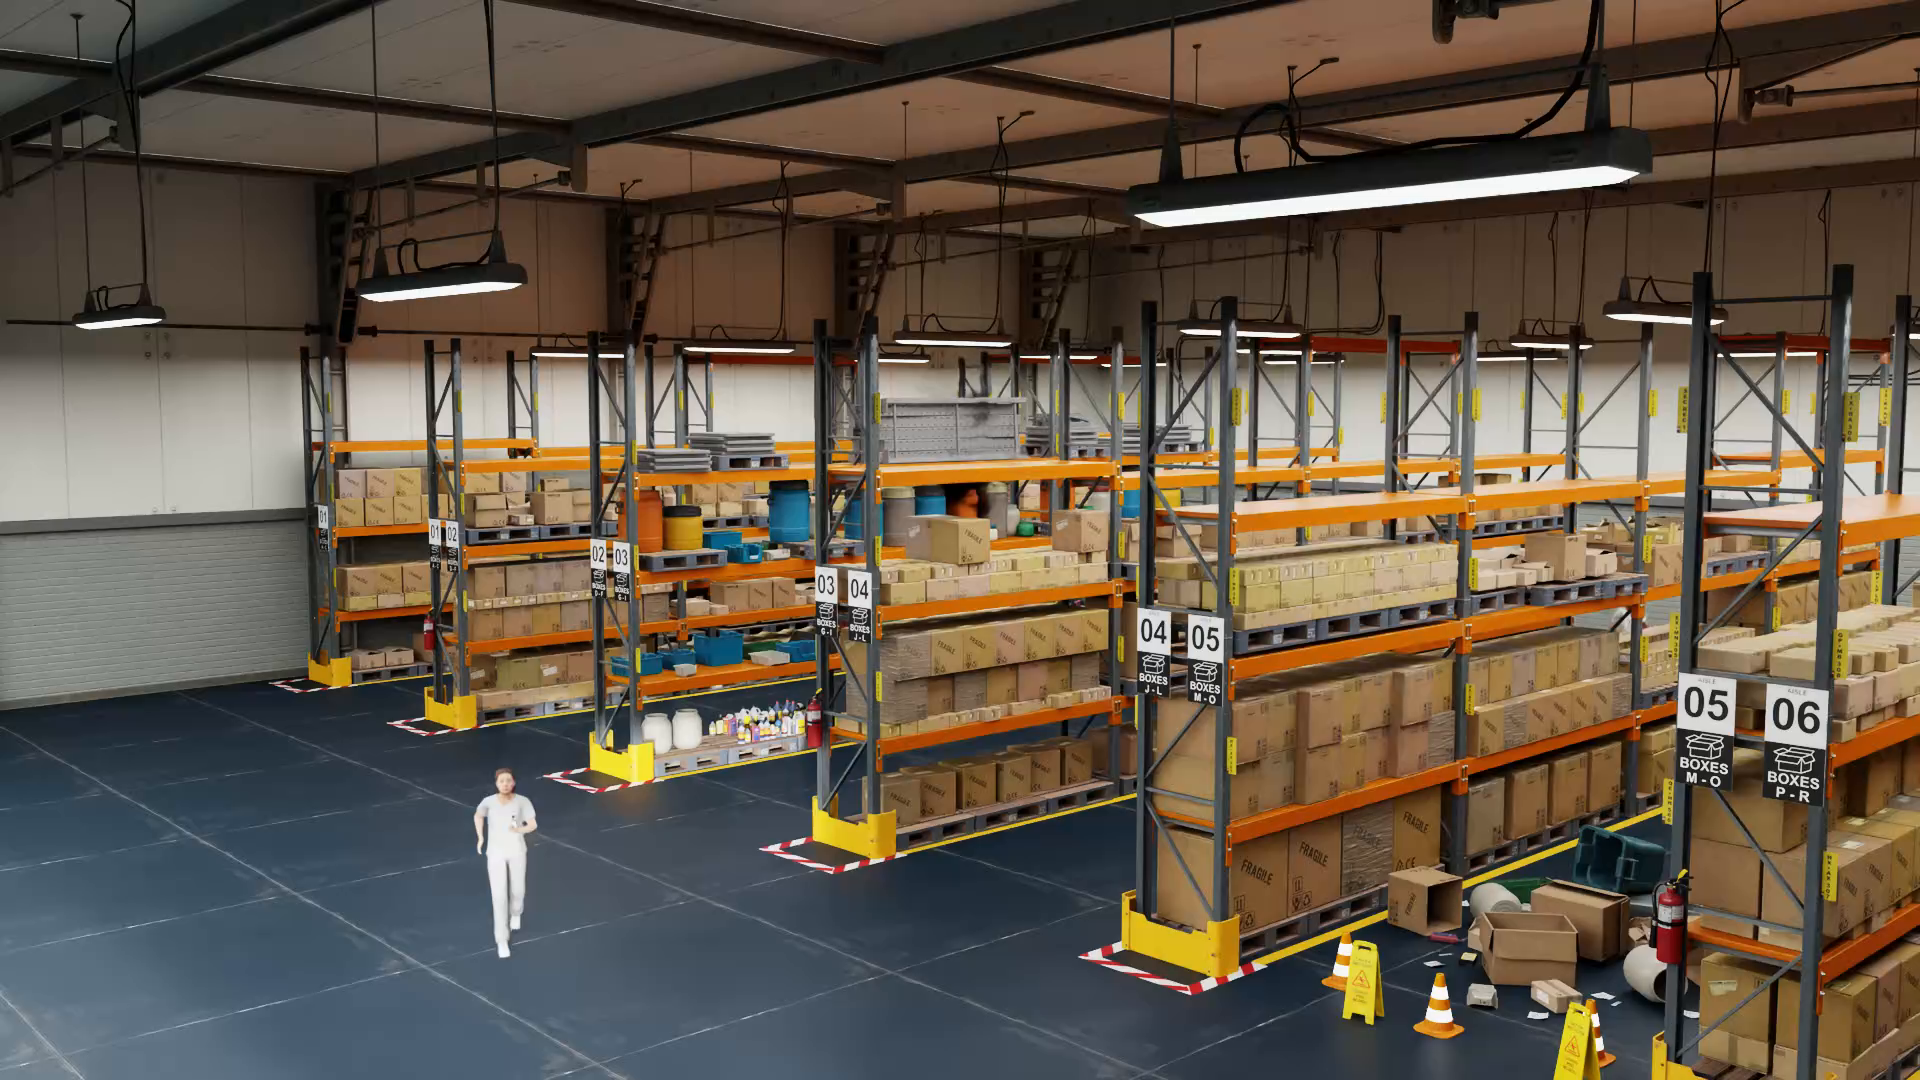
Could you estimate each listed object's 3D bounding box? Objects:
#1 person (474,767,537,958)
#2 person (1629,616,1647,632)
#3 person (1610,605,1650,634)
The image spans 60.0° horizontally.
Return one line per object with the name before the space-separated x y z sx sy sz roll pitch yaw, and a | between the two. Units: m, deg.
person | -4.231 2.942 15.515 0.562 1.659 0.966 -1 5 -16
person | 10.455 2.038 25.486 0.914 1.824 0.696 -3 6 -33
person | 11.631 1.780 28.756 0.718 1.751 0.698 0 5 -3
